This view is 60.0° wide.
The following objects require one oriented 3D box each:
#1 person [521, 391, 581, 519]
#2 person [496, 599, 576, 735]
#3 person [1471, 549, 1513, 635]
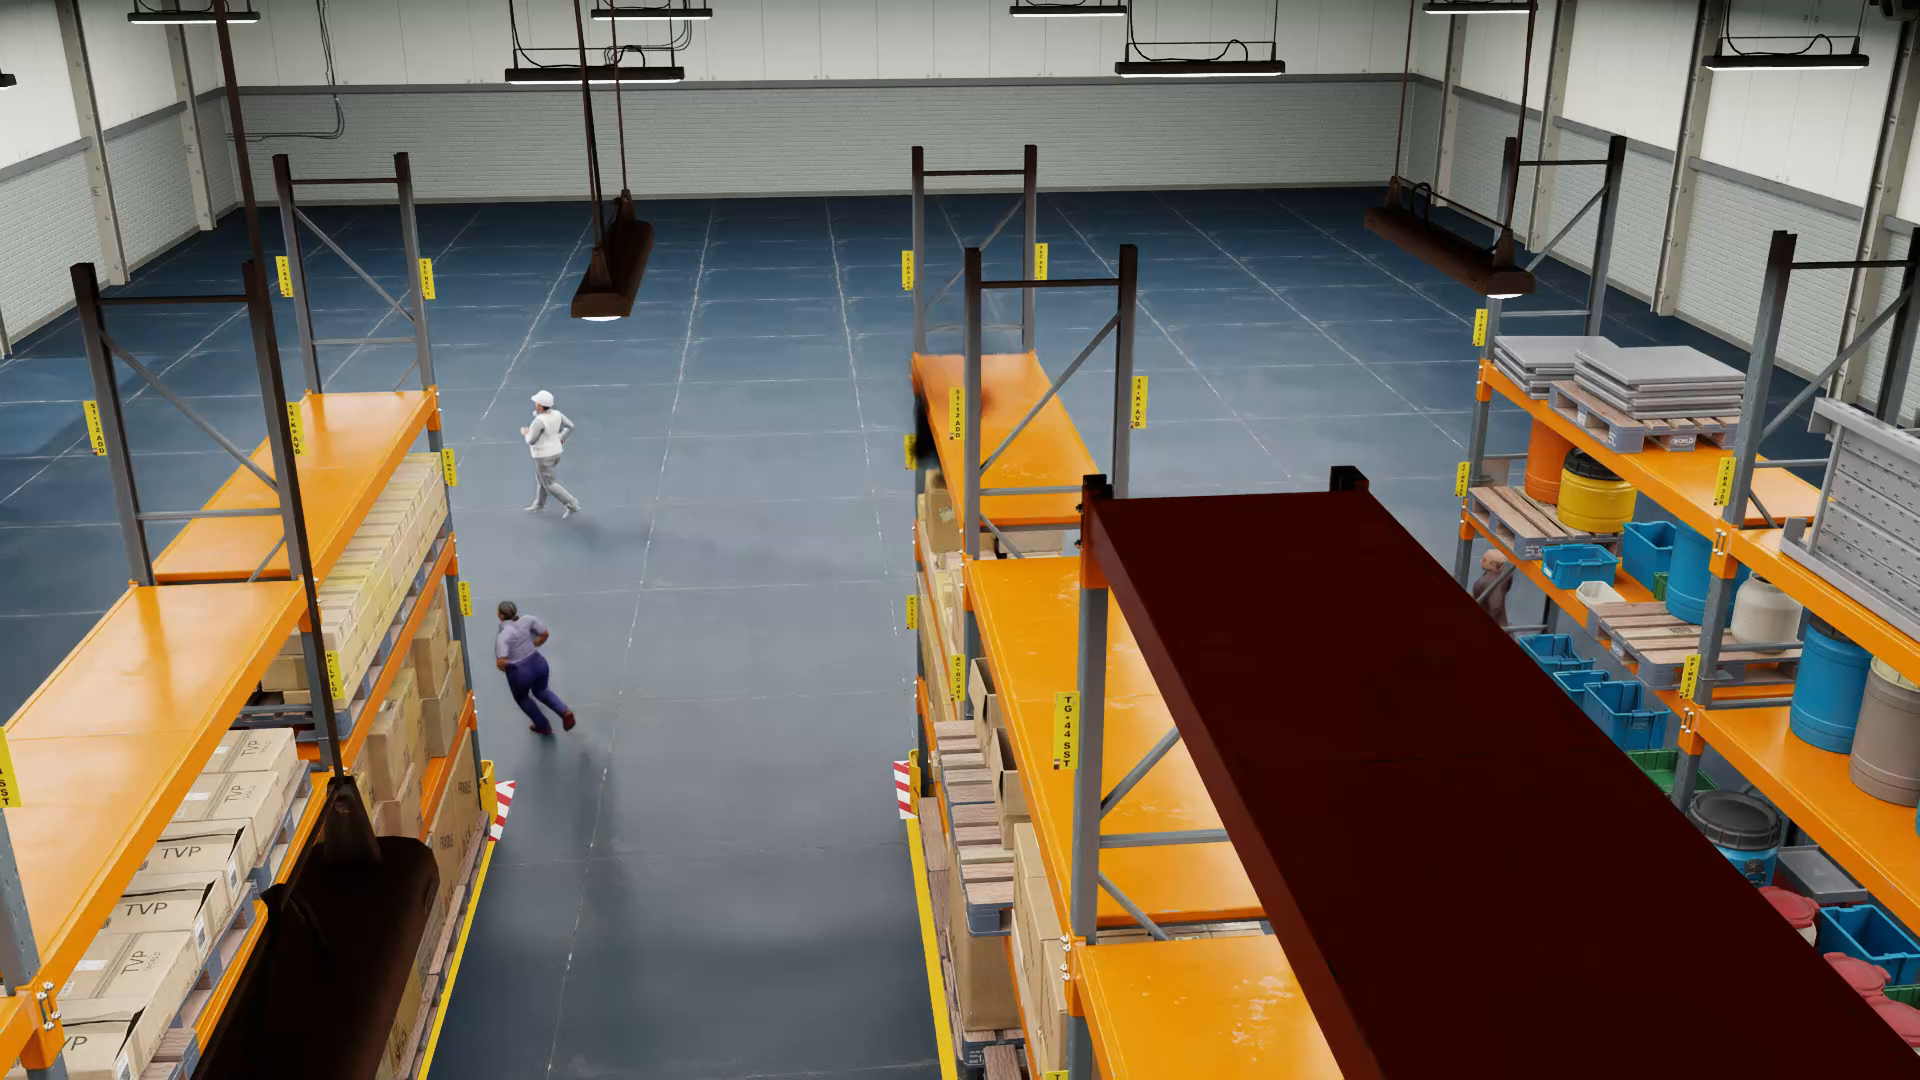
[{"bbox_3d":[-5.464,-1.130,22.023,0.968,1.760,0.653,8,23,18],"label":"person"},{"bbox_3d":[-4.227,1.301,16.271,0.630,1.571,0.665,17,27,36],"label":"person"},{"bbox_3d":[5.360,0.897,16.943,0.964,1.778,0.773,16,27,35],"label":"person"}]
